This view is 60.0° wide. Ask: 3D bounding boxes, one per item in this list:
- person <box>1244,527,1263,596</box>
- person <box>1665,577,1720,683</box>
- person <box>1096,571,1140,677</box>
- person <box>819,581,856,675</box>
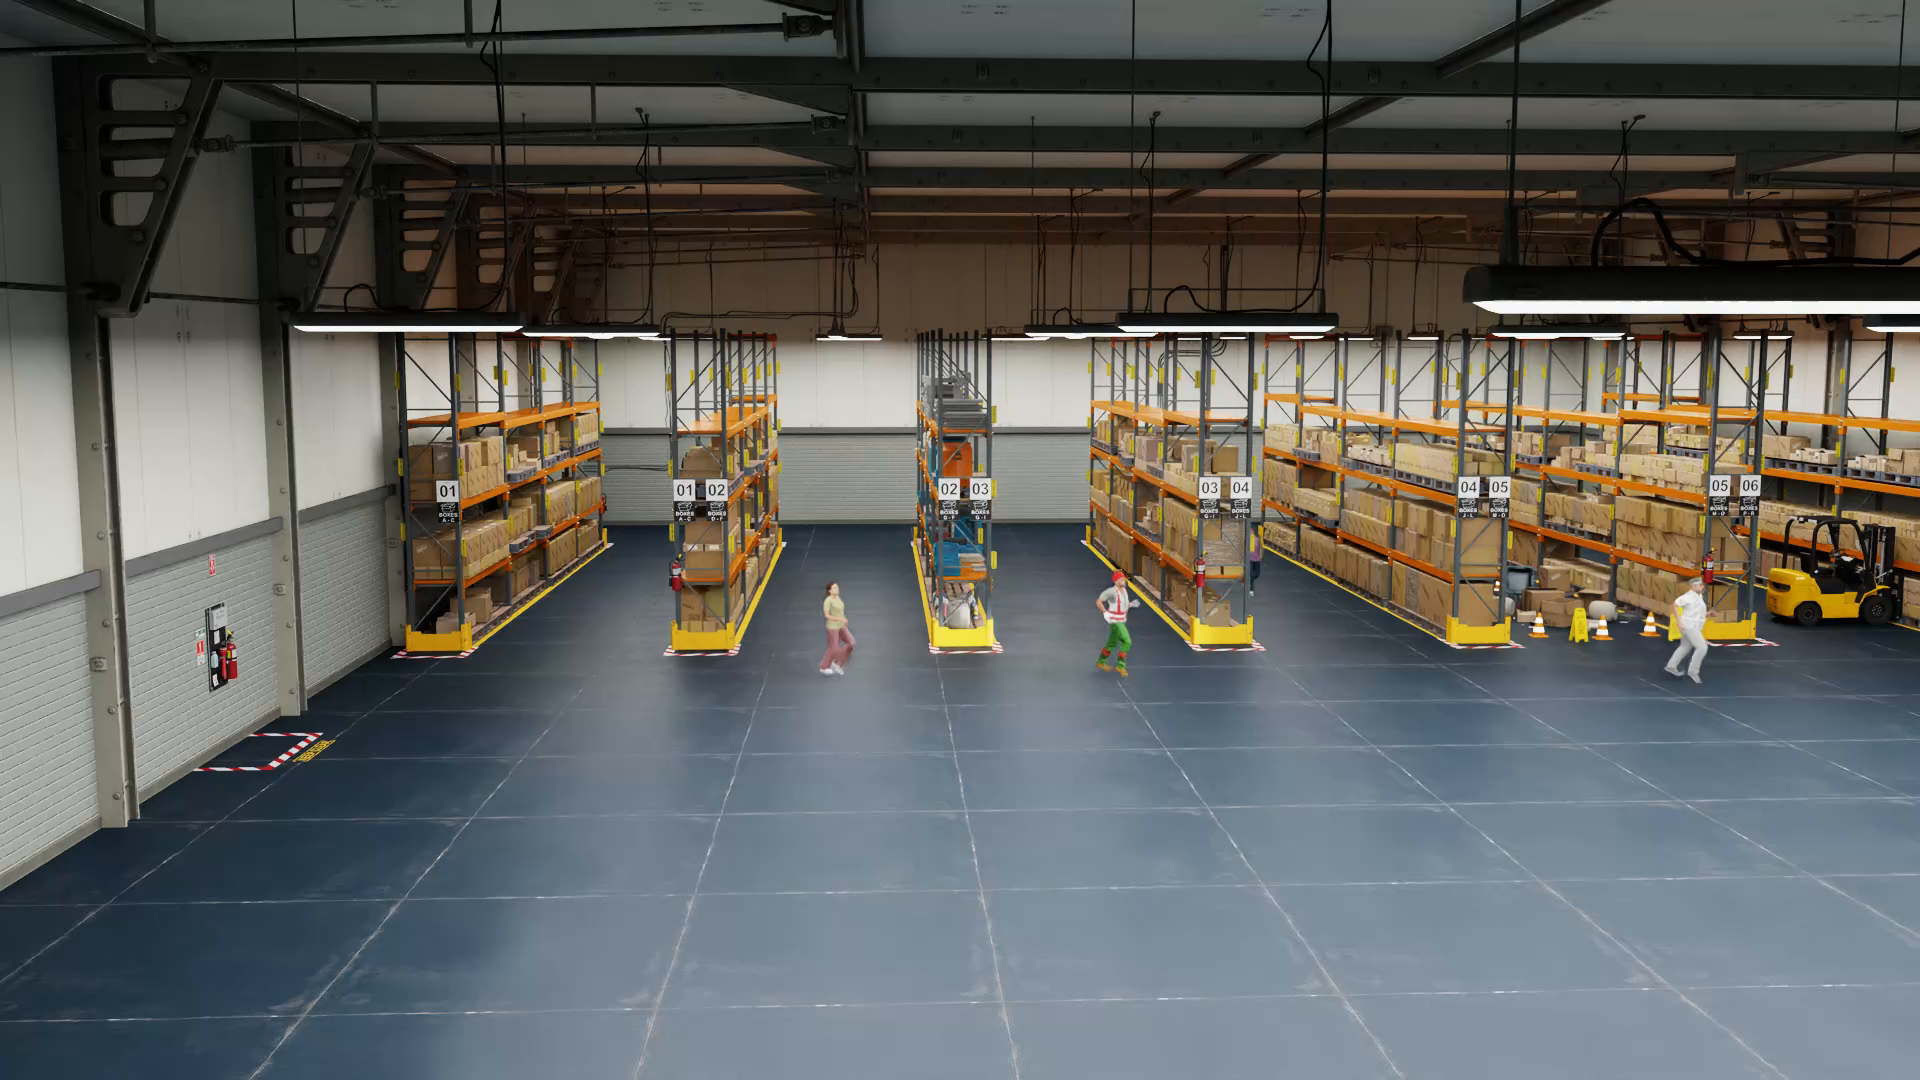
[{"bbox_3d":[6.663,0.481,38.029,0.537,1.568,0.506,0,7,-3],"label":"person"},{"bbox_3d":[12.462,1.528,28.302,0.853,1.840,0.627,5,8,37],"label":"person"},{"bbox_3d":[2.735,1.458,28.842,0.775,1.850,0.615,4,8,28],"label":"person"},{"bbox_3d":[-2.151,1.526,28.760,0.647,1.641,0.586,4,8,30],"label":"person"}]
